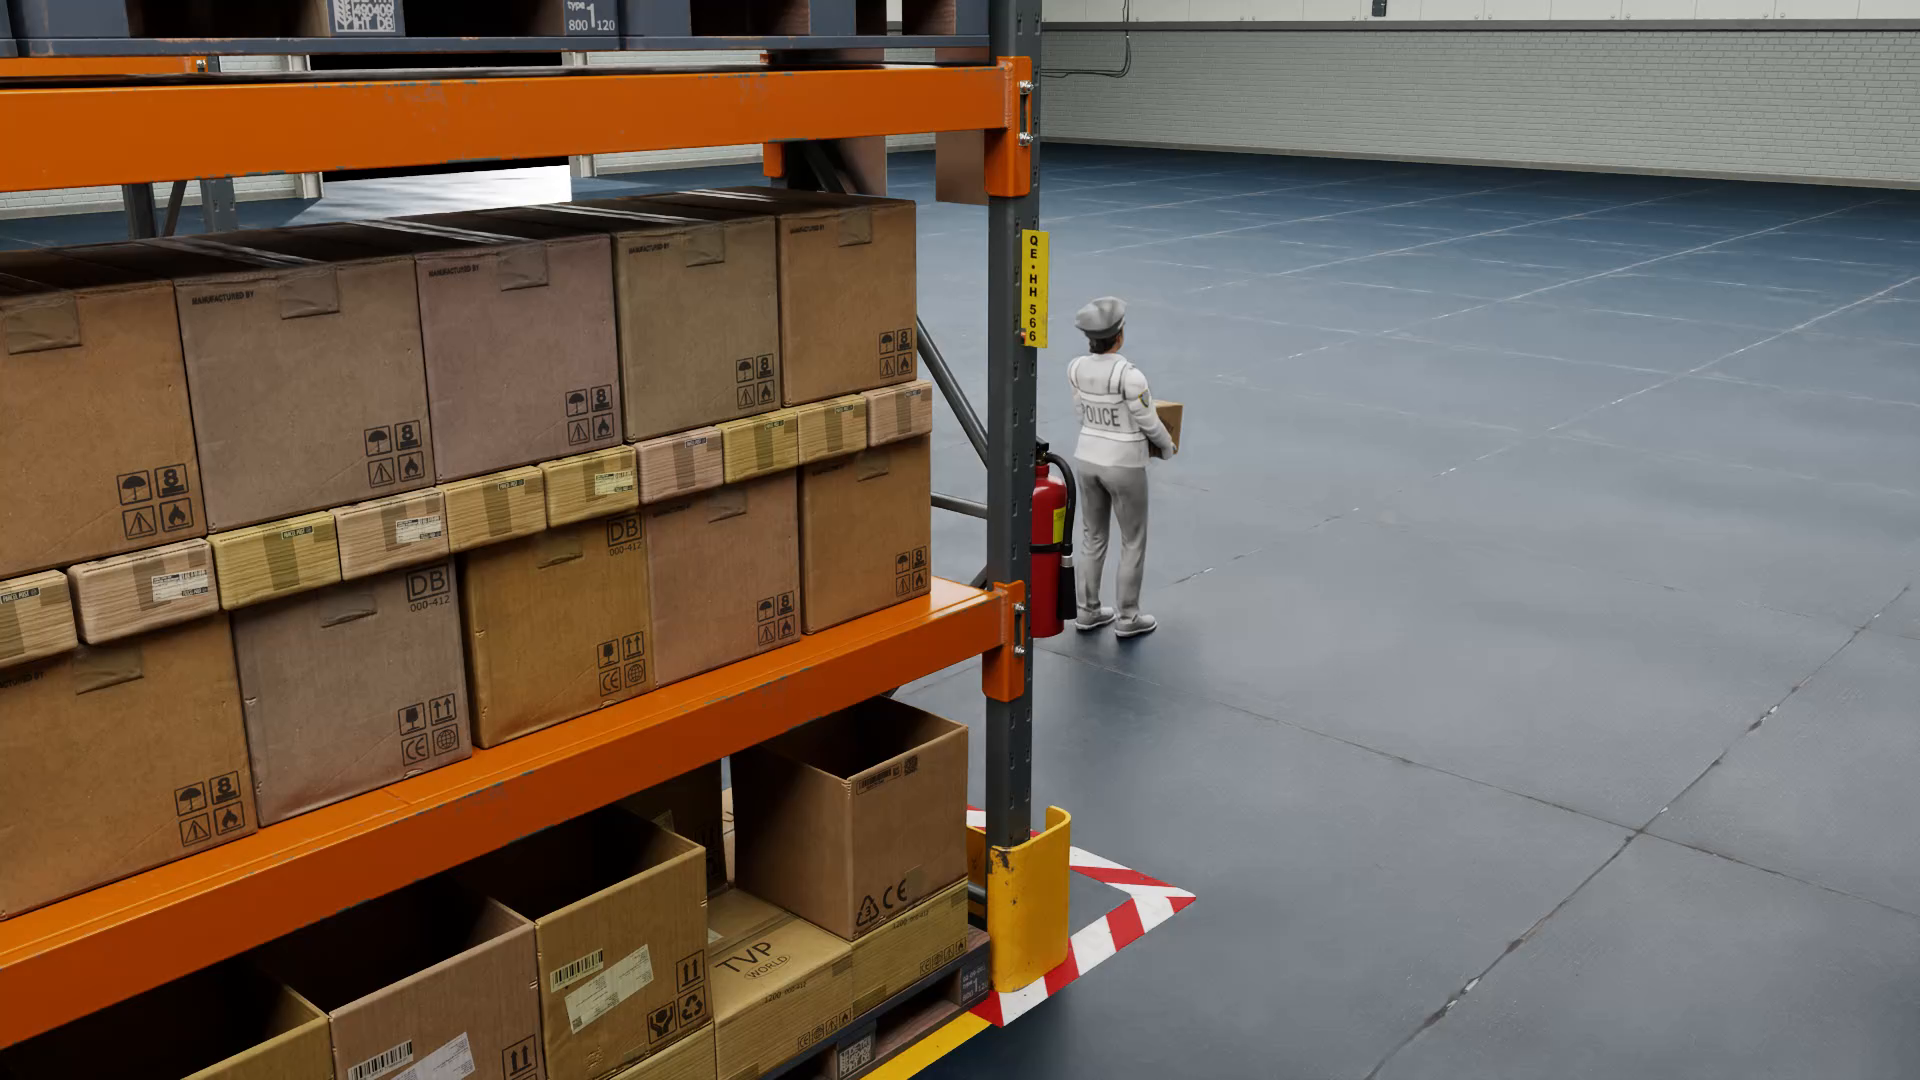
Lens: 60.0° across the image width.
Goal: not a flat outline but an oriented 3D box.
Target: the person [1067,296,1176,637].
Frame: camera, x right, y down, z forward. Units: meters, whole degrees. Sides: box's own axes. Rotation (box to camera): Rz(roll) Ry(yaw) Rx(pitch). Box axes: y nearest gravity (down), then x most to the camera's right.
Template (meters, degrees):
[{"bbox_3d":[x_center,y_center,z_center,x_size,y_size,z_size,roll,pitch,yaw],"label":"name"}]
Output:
[{"bbox_3d":[0.785,-0.362,8.179,0.461,1.687,0.555,15,22,40],"label":"person"}]
